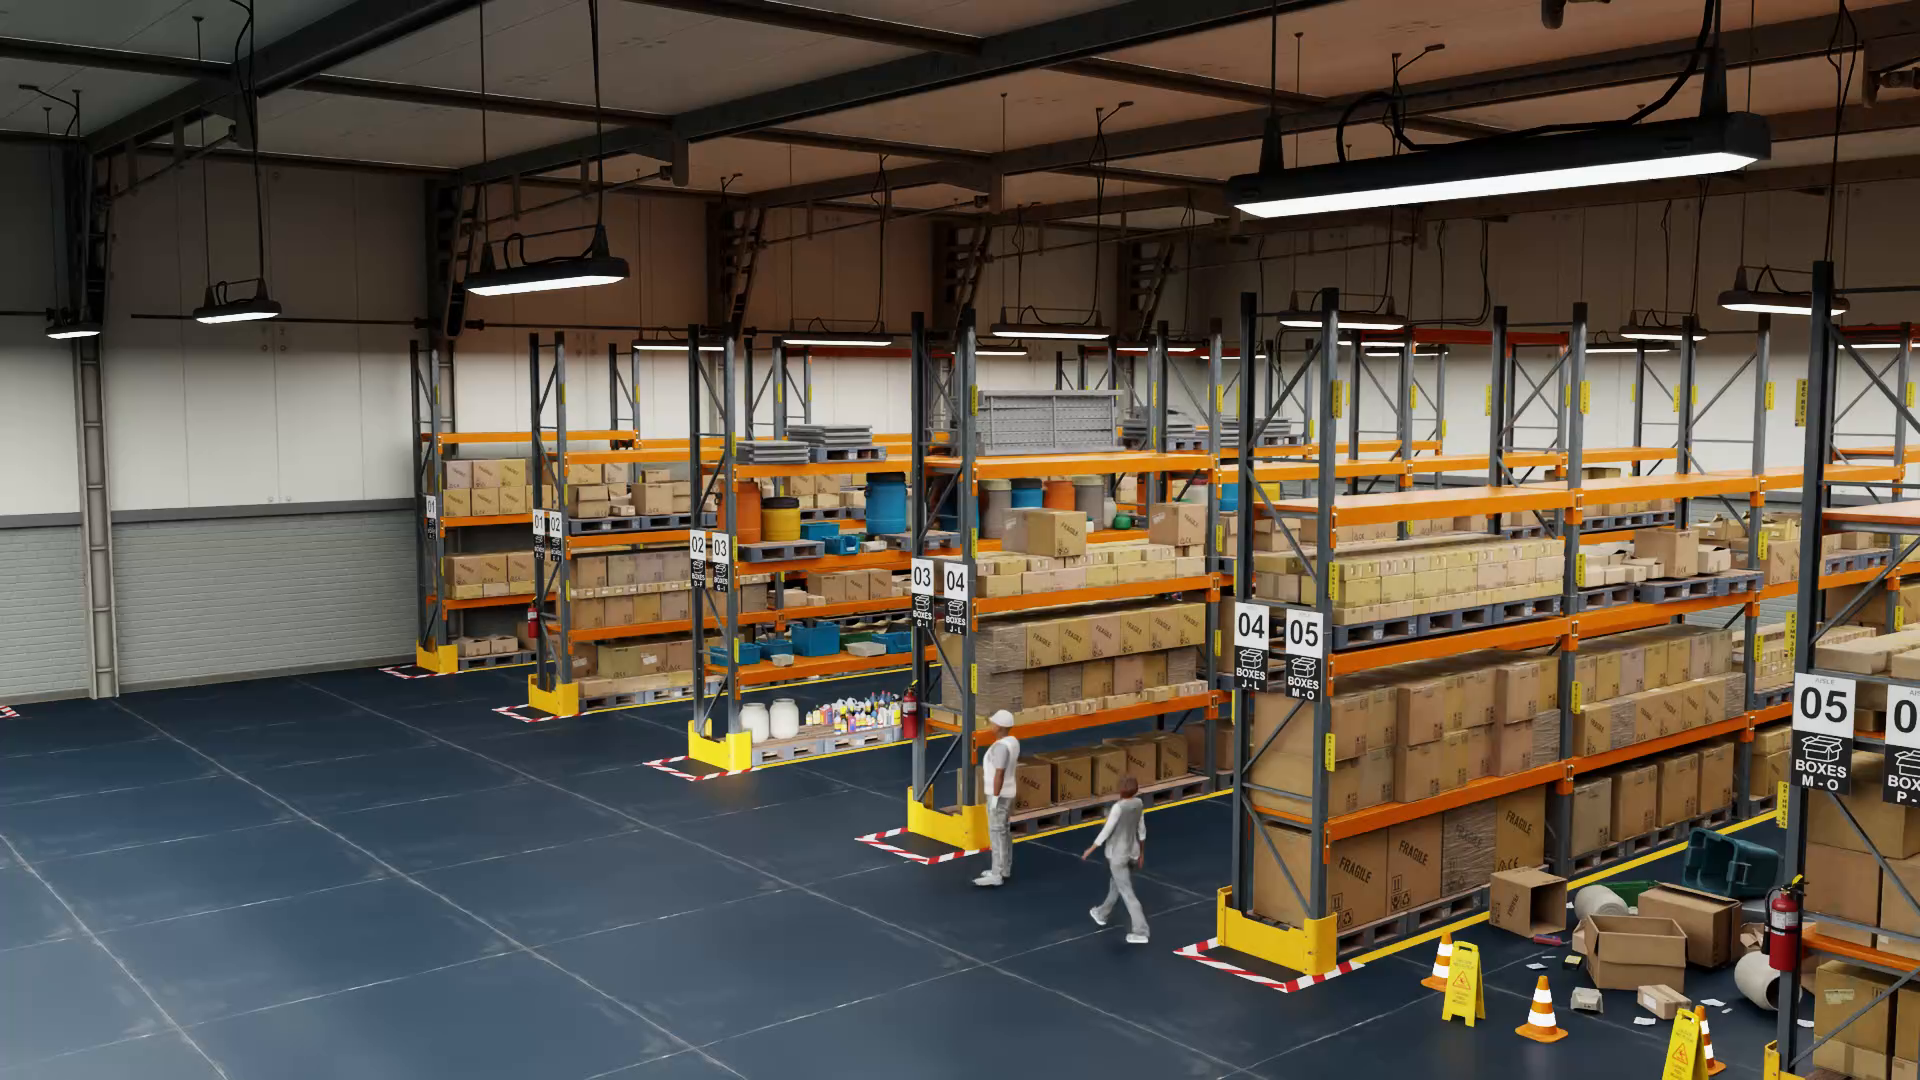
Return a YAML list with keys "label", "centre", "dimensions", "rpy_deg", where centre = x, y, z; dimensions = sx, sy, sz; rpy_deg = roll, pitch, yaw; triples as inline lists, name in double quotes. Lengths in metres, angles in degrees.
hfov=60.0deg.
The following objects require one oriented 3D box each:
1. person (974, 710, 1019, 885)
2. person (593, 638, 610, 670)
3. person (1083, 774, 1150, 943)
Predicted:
- label: "person"
  centre: [0.385, 2.666, 17.367]
  dimensions: [0.426, 1.788, 0.618]
  rpy_deg: [1, 5, 8]
- label: "person"
  centre: [-6.204, 1.741, 28.944]
  dimensions: [0.383, 1.636, 0.729]
  rpy_deg: [1, 5, 13]
- label: "person"
  centre: [1.452, 2.935, 15.552]
  dimensions: [0.524, 1.547, 0.924]
  rpy_deg: [-4, 7, -39]
